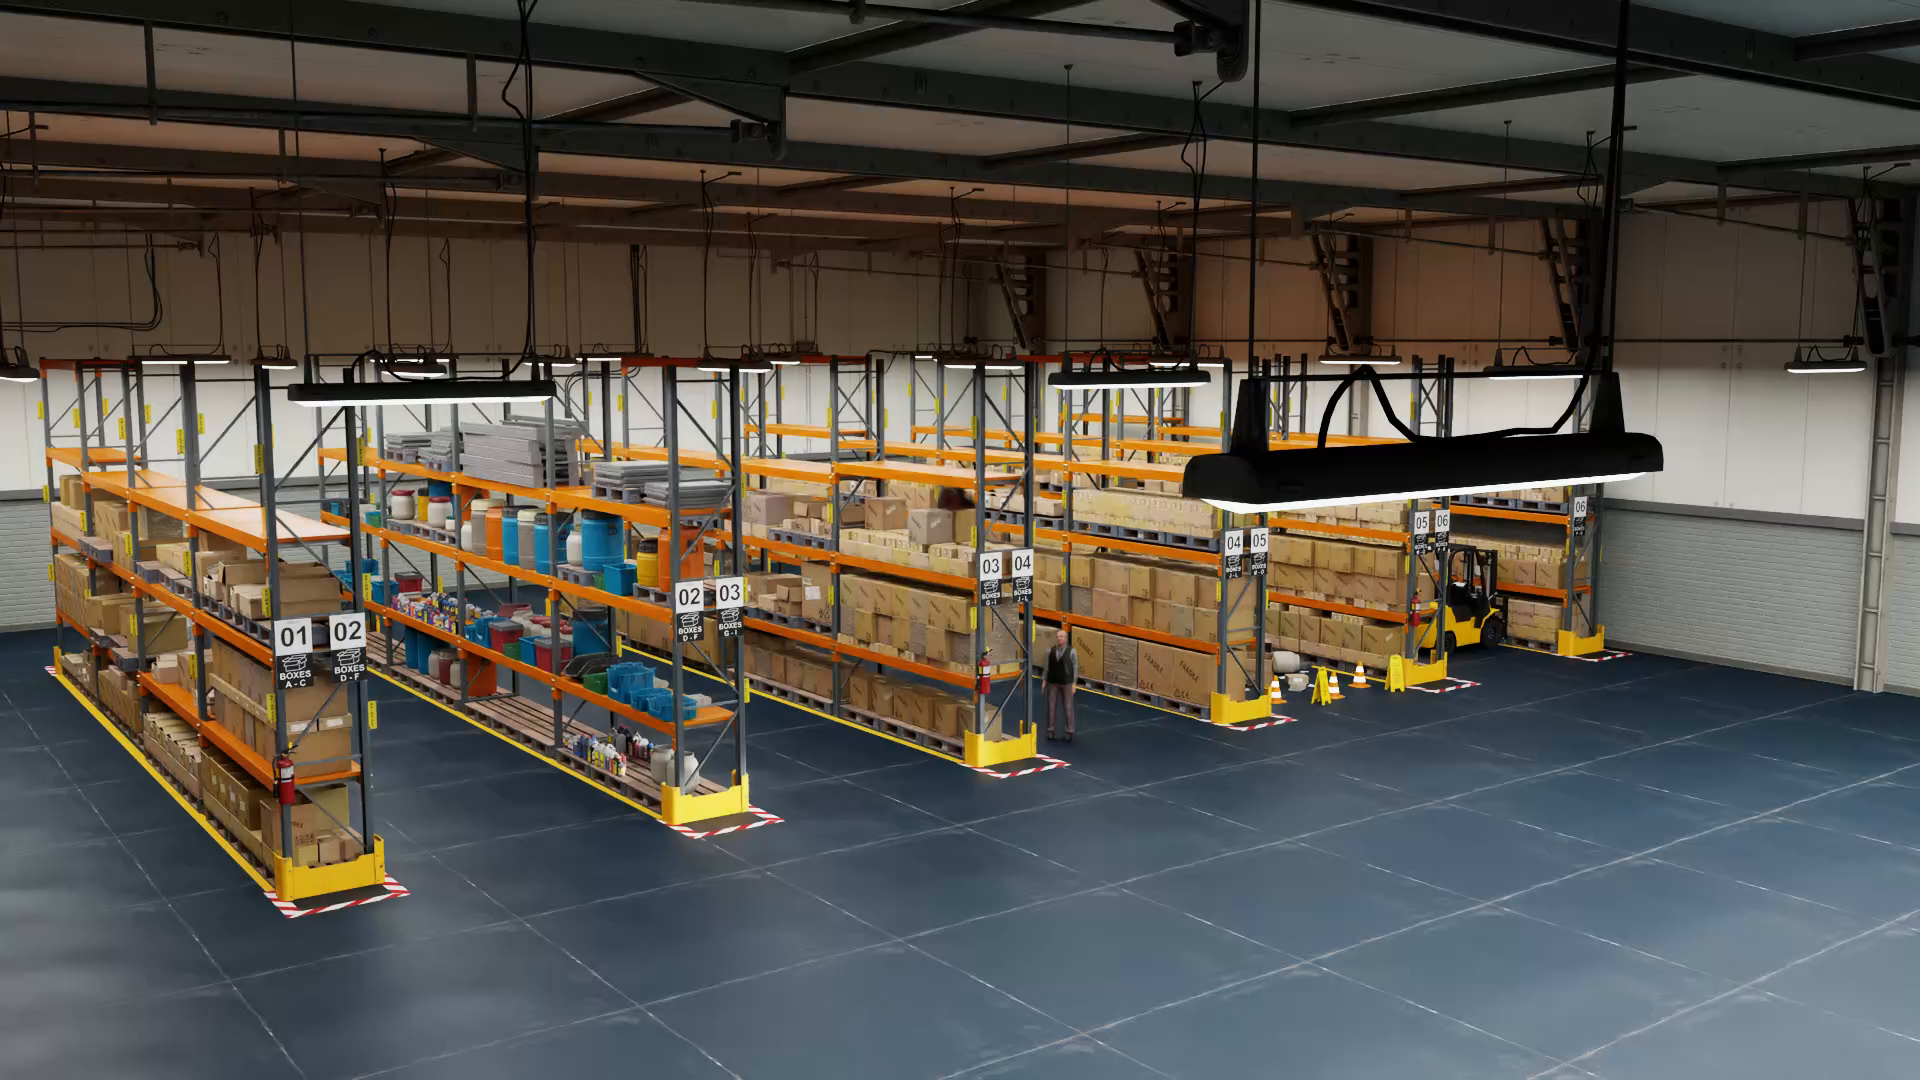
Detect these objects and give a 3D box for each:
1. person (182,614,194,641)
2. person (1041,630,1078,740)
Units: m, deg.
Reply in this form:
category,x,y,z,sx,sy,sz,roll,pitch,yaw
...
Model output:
category,x,y,z,sx,sy,sz,roll,pitch,yaw
person,-14.717,1.699,31.699,0.694,1.812,0.877,-5,9,-37
person,1.585,2.304,26.434,0.576,1.718,0.394,2,7,14
